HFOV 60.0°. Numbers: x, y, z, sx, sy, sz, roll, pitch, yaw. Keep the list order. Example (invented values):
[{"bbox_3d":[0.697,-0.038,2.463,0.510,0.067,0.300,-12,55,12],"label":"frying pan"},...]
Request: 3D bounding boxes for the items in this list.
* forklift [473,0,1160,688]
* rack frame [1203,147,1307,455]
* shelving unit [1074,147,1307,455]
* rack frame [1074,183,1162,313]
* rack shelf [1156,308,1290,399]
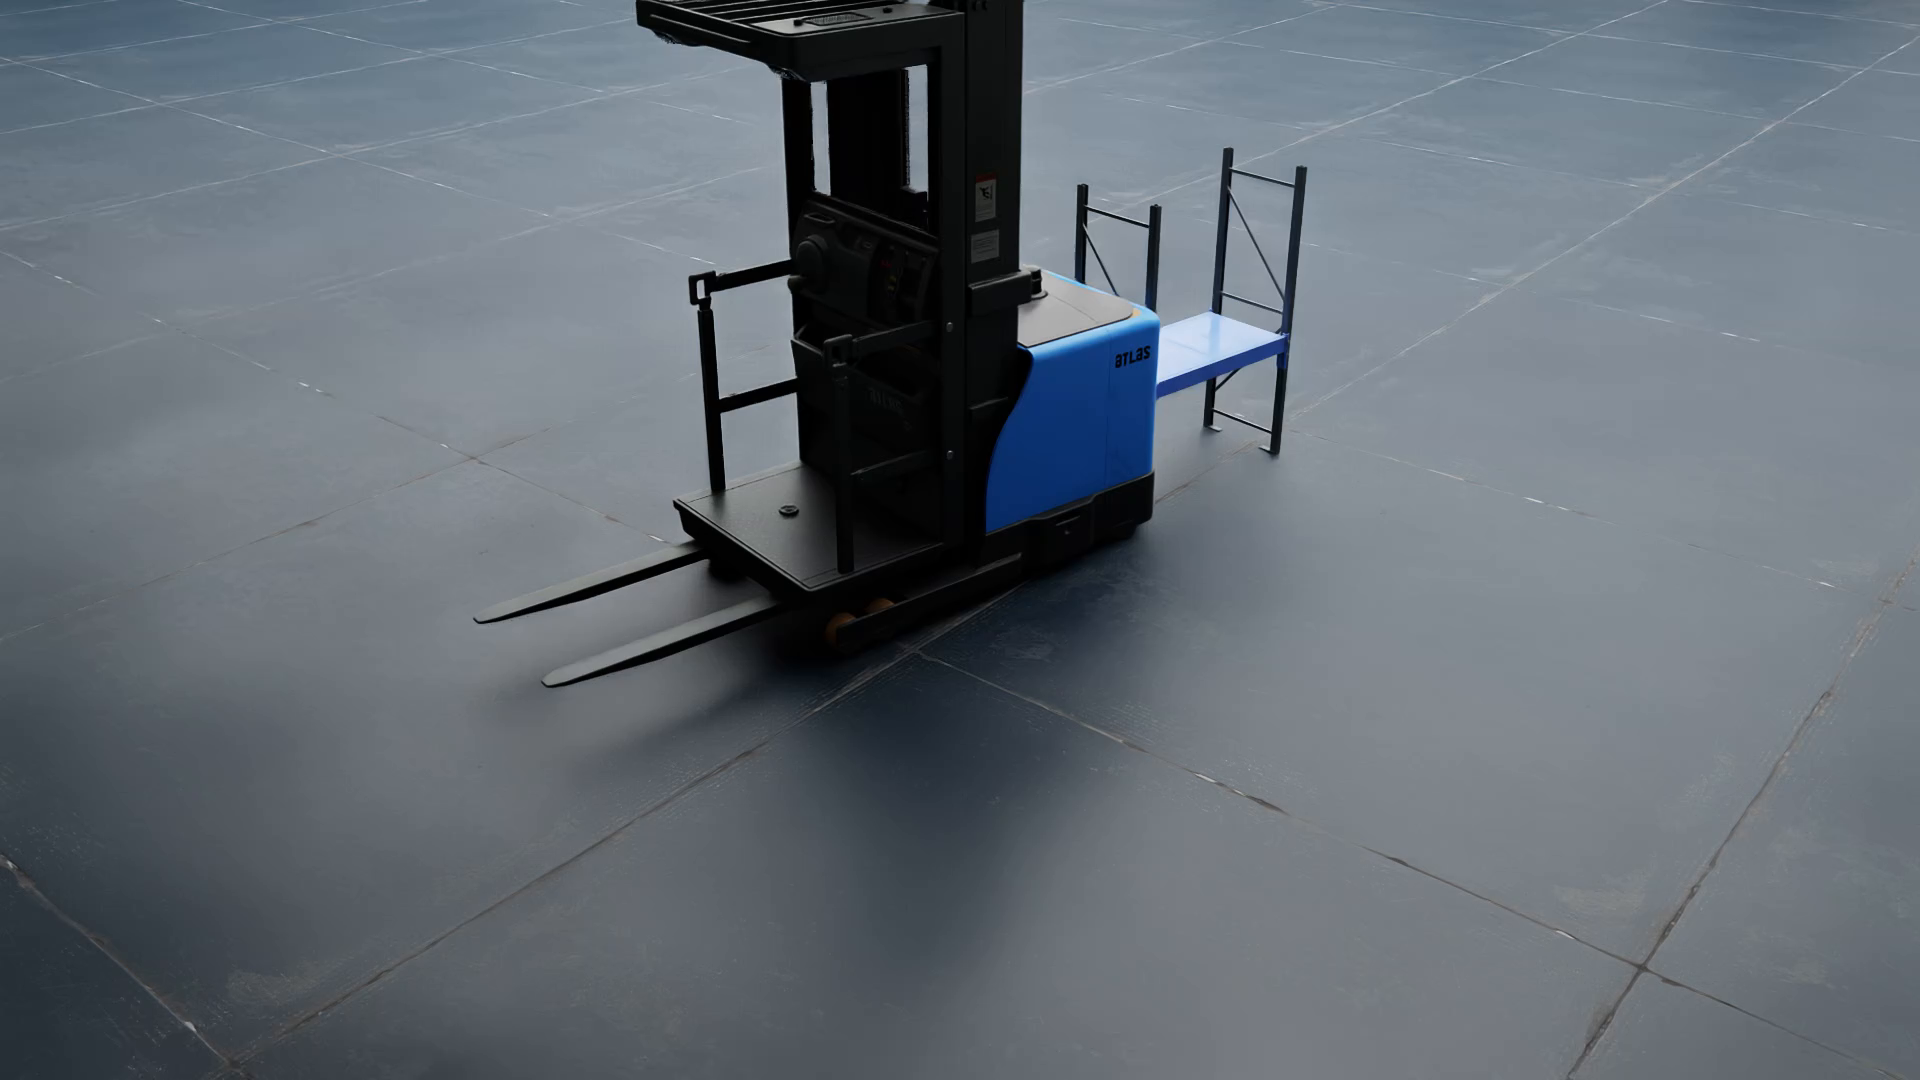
[{"bbox_3d":[-0.562,-1.108,6.701,3.031,2.935,1.130,-20,33,-34],"label":"forklift"},{"bbox_3d":[1.482,-1.198,8.434,0.032,1.500,0.500,-22,34,-36],"label":"rack frame"},{"bbox_3d":[1.099,-1.045,8.137,1.048,1.500,0.538,-22,34,-36],"label":"shelving unit"},{"bbox_3d":[0.716,-0.891,7.840,0.032,1.500,0.500,-22,34,-36],"label":"rack frame"},{"bbox_3d":[1.099,-0.885,8.220,1.000,0.185,0.538,-22,34,-36],"label":"rack shelf"}]
